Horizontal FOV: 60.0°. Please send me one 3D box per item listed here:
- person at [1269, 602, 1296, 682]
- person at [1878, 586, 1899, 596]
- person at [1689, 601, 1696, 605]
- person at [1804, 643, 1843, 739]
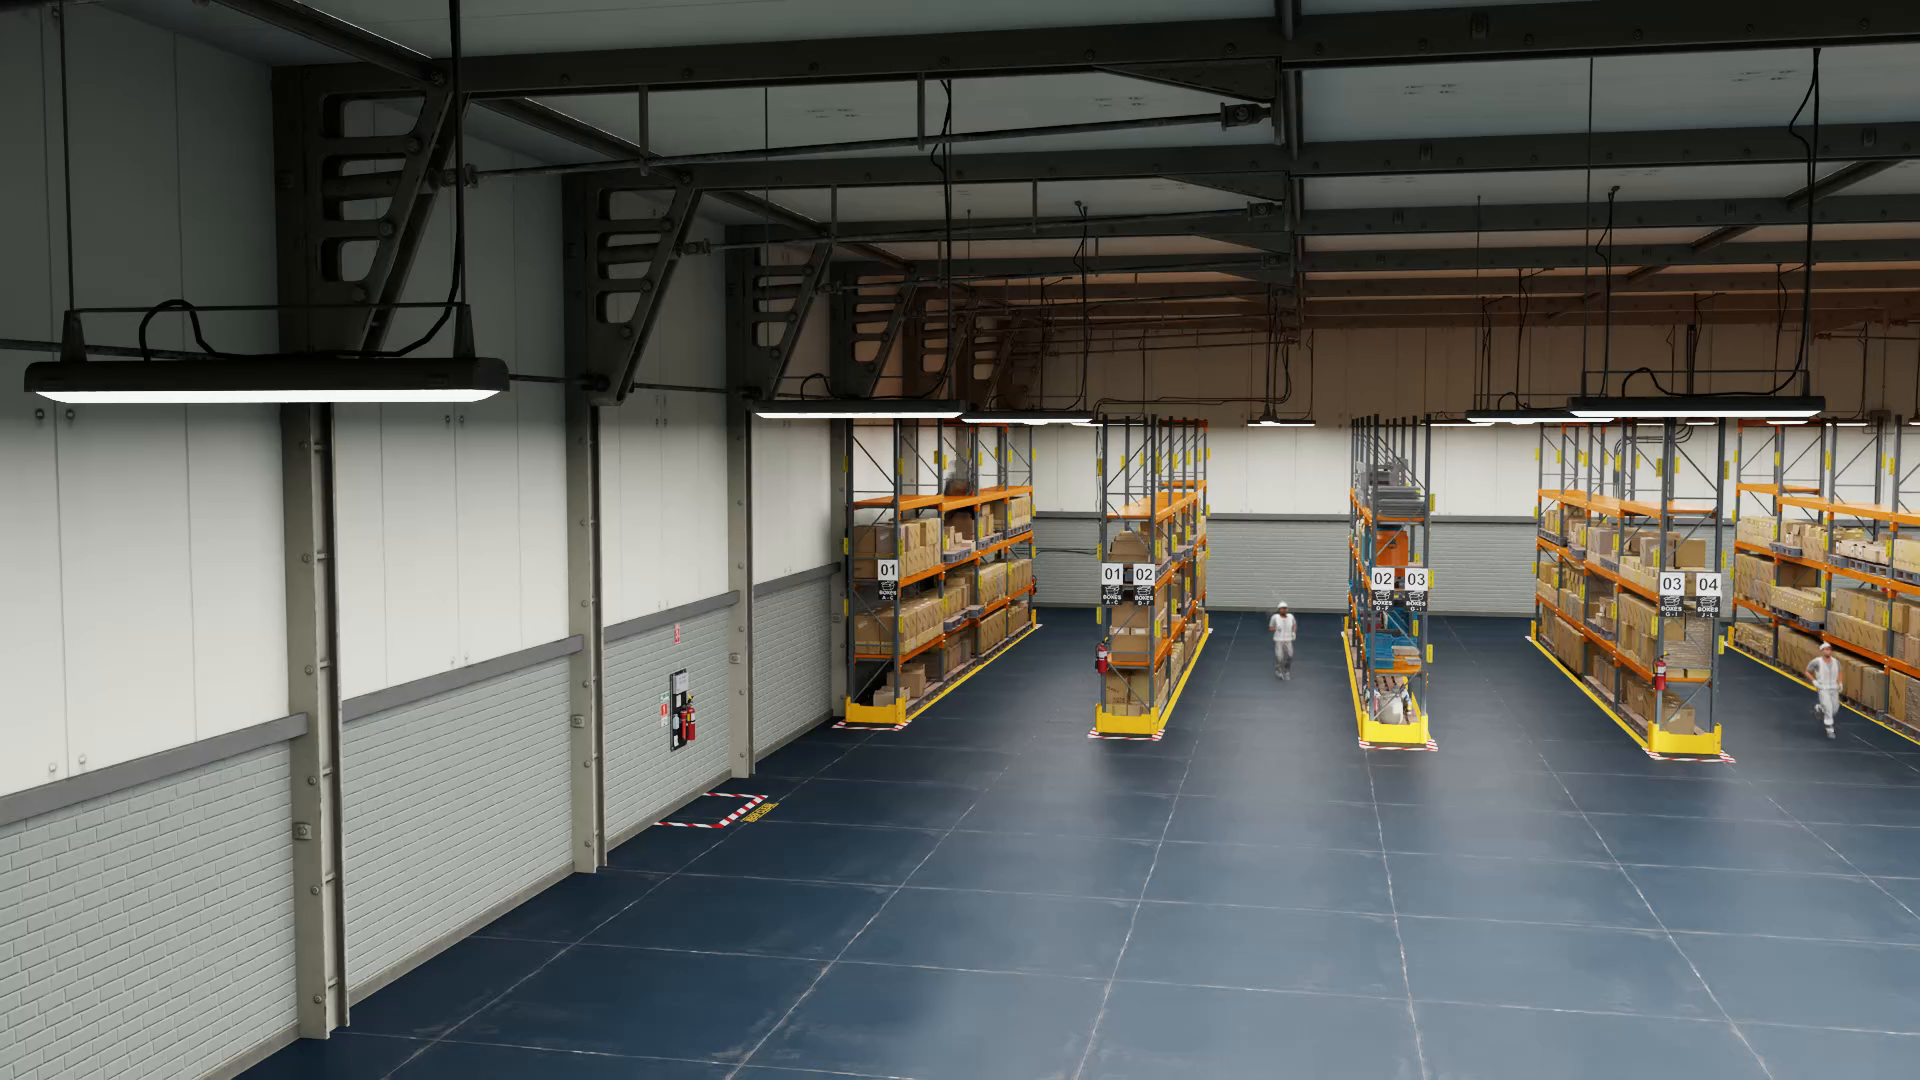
[{"bbox_3d":[7.357,2.322,37.786,0.659,1.807,0.685,0,4,1],"label":"person"},{"bbox_3d":[24.795,1.877,44.624,0.929,1.763,0.677,1,4,14],"label":"person"},{"bbox_3d":[19.618,1.919,44.859,0.573,1.628,0.655,-3,5,-38],"label":"person"},{"bbox_3d":[16.205,2.797,31.155,0.661,1.746,0.871,0,4,-5],"label":"person"}]
